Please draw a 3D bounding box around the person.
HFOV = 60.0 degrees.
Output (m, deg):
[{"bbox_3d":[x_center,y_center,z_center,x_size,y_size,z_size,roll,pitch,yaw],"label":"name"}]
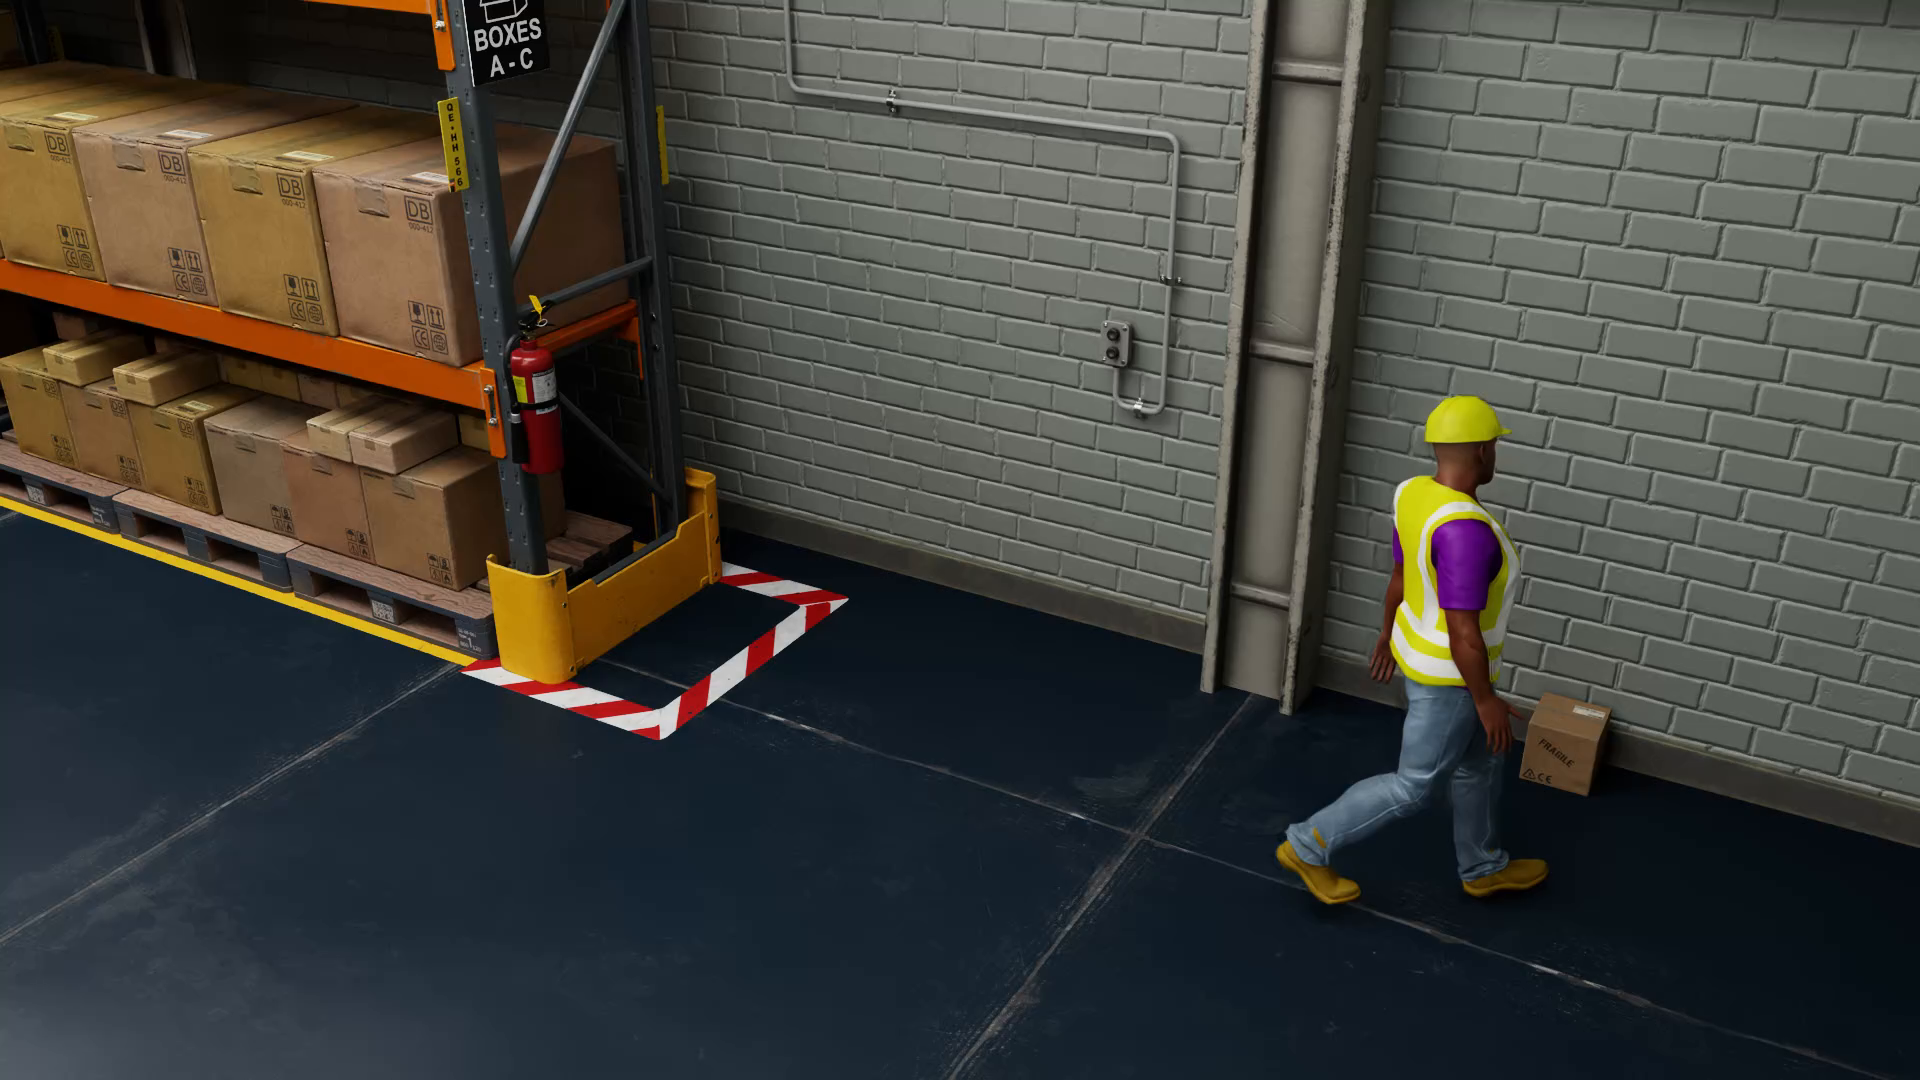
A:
[{"bbox_3d":[1.545,0.404,5.296,0.922,1.716,0.650,1,26,2],"label":"person"}]
